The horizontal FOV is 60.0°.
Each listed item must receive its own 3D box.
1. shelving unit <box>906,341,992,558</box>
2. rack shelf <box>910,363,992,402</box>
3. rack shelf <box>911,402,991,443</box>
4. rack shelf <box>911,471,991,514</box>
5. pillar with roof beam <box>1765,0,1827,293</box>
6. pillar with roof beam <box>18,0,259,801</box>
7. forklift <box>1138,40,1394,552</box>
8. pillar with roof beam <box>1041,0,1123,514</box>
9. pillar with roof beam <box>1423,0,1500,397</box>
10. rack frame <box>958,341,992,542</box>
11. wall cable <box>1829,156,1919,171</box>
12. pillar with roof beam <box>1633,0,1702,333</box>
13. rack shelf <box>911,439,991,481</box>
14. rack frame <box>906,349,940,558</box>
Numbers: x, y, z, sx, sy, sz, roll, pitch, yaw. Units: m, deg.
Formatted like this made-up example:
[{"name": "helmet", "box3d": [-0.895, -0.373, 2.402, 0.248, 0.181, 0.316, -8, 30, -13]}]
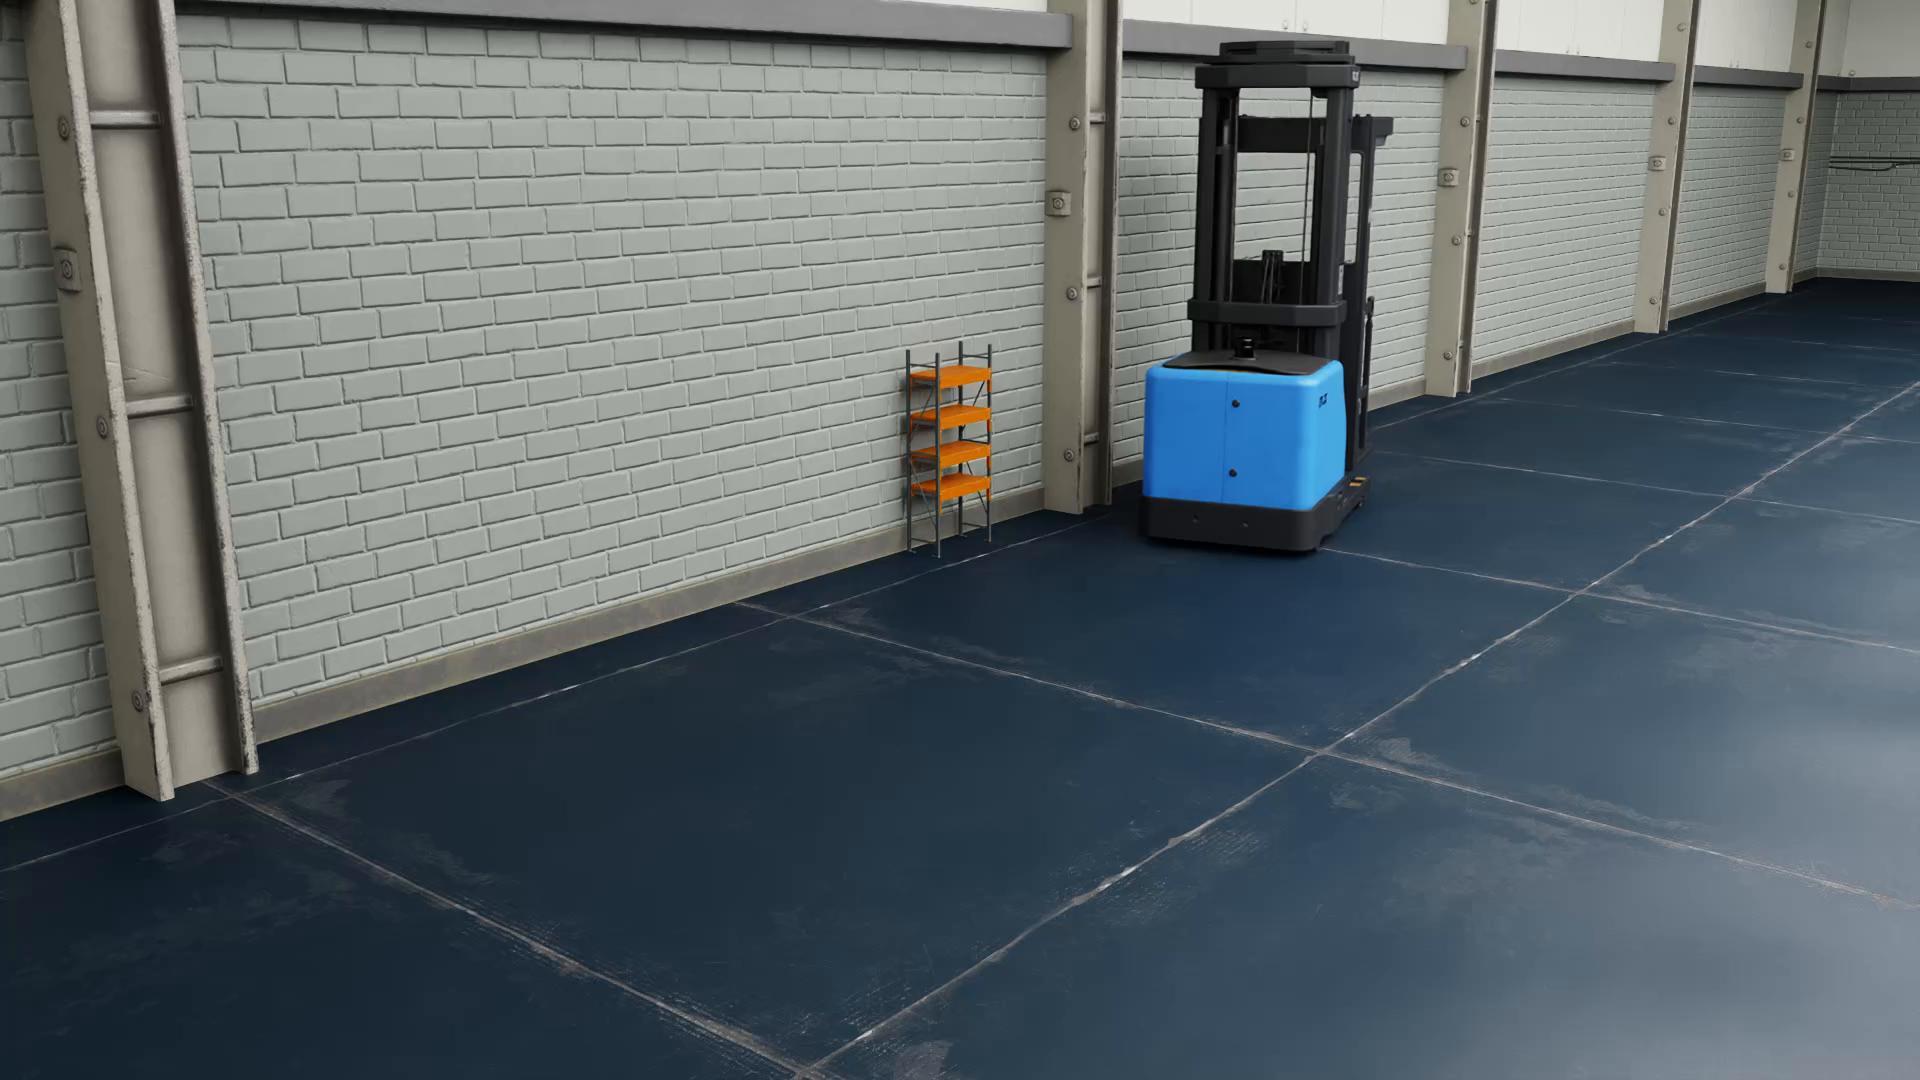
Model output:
[{"name": "shelving unit", "box3d": [-0.062, -0.542, 9.819, 0.258, 1.200, 0.503, 11, 18, 37]}, {"name": "rack shelf", "box3d": [-0.062, -0.923, 9.722, 0.258, 0.148, 0.480, 11, 18, 37]}, {"name": "rack shelf", "box3d": [-0.062, -0.694, 9.781, 0.258, 0.148, 0.480, 11, 18, 37]}, {"name": "rack shelf", "box3d": [-0.062, -0.285, 9.885, 0.258, 0.148, 0.480, 11, 18, 37]}, {"name": "pillar with roof beam", "box3d": [15.432, -7.369, 20.854, 9.100, 9.000, 0.400, 11, 18, 38]}, {"name": "pillar with roof beam", "box3d": [0.348, -2.773, 2.761, 9.100, 9.000, 0.400, 11, 18, 38]}, {"name": "forklift", "box3d": [2.117, -1.672, 10.750, 1.130, 2.935, 3.031, 6, 15, 22]}, {"name": "pillar with roof beam", "box3d": [4.119, -3.922, 7.284, 9.100, 9.000, 0.400, 11, 18, 38]}, {"name": "pillar with roof beam", "box3d": [7.890, -5.071, 11.807, 9.100, 9.000, 0.400, 11, 18, 38]}, {"name": "rack frame", "box3d": [0.089, -0.589, 10.004, 0.240, 1.200, 0.015, 11, 18, 37]}, {"name": "wall cable", "box3d": [14.964, -6.890, 25.274, 3.097, 2.526, 0.112, 11, 18, 38]}, {"name": "pillar with roof beam", "box3d": [11.661, -6.220, 16.331, 9.100, 9.000, 0.400, 11, 18, 38]}, {"name": "rack shelf", "box3d": [-0.062, -0.477, 9.836, 0.258, 0.148, 0.480, 11, 18, 37]}, {"name": "rack frame", "box3d": [-0.214, -0.495, 9.634, 0.240, 1.200, 0.015, 11, 18, 37]}]
